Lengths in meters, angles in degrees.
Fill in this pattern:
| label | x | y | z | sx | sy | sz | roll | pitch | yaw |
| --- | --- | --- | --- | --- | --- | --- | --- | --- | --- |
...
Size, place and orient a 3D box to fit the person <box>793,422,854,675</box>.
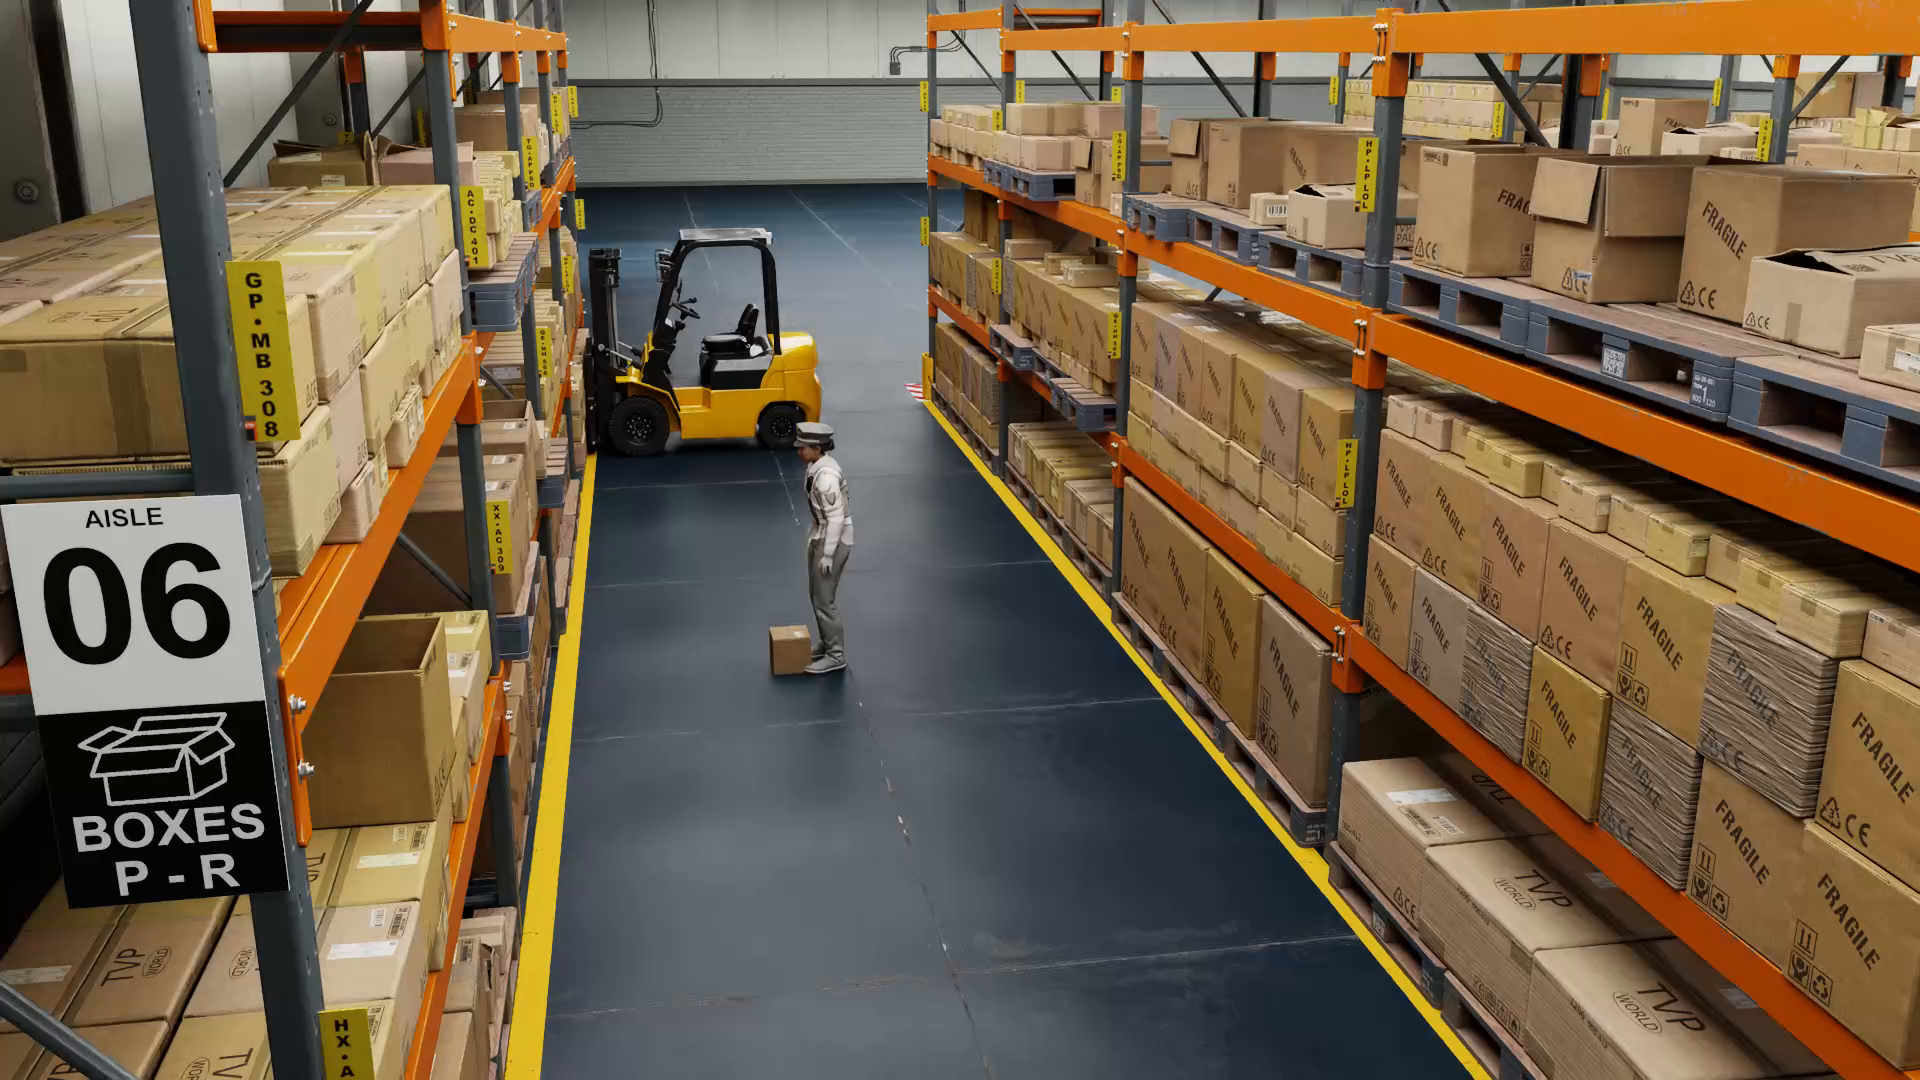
| label | x | y | z | sx | sy | sz | roll | pitch | yaw |
| --- | --- | --- | --- | --- | --- | --- | --- | --- | --- |
| person | -0.889 | 0.041 | 10.894 | 0.375 | 1.662 | 0.542 | -4 | 17 | -14 |
